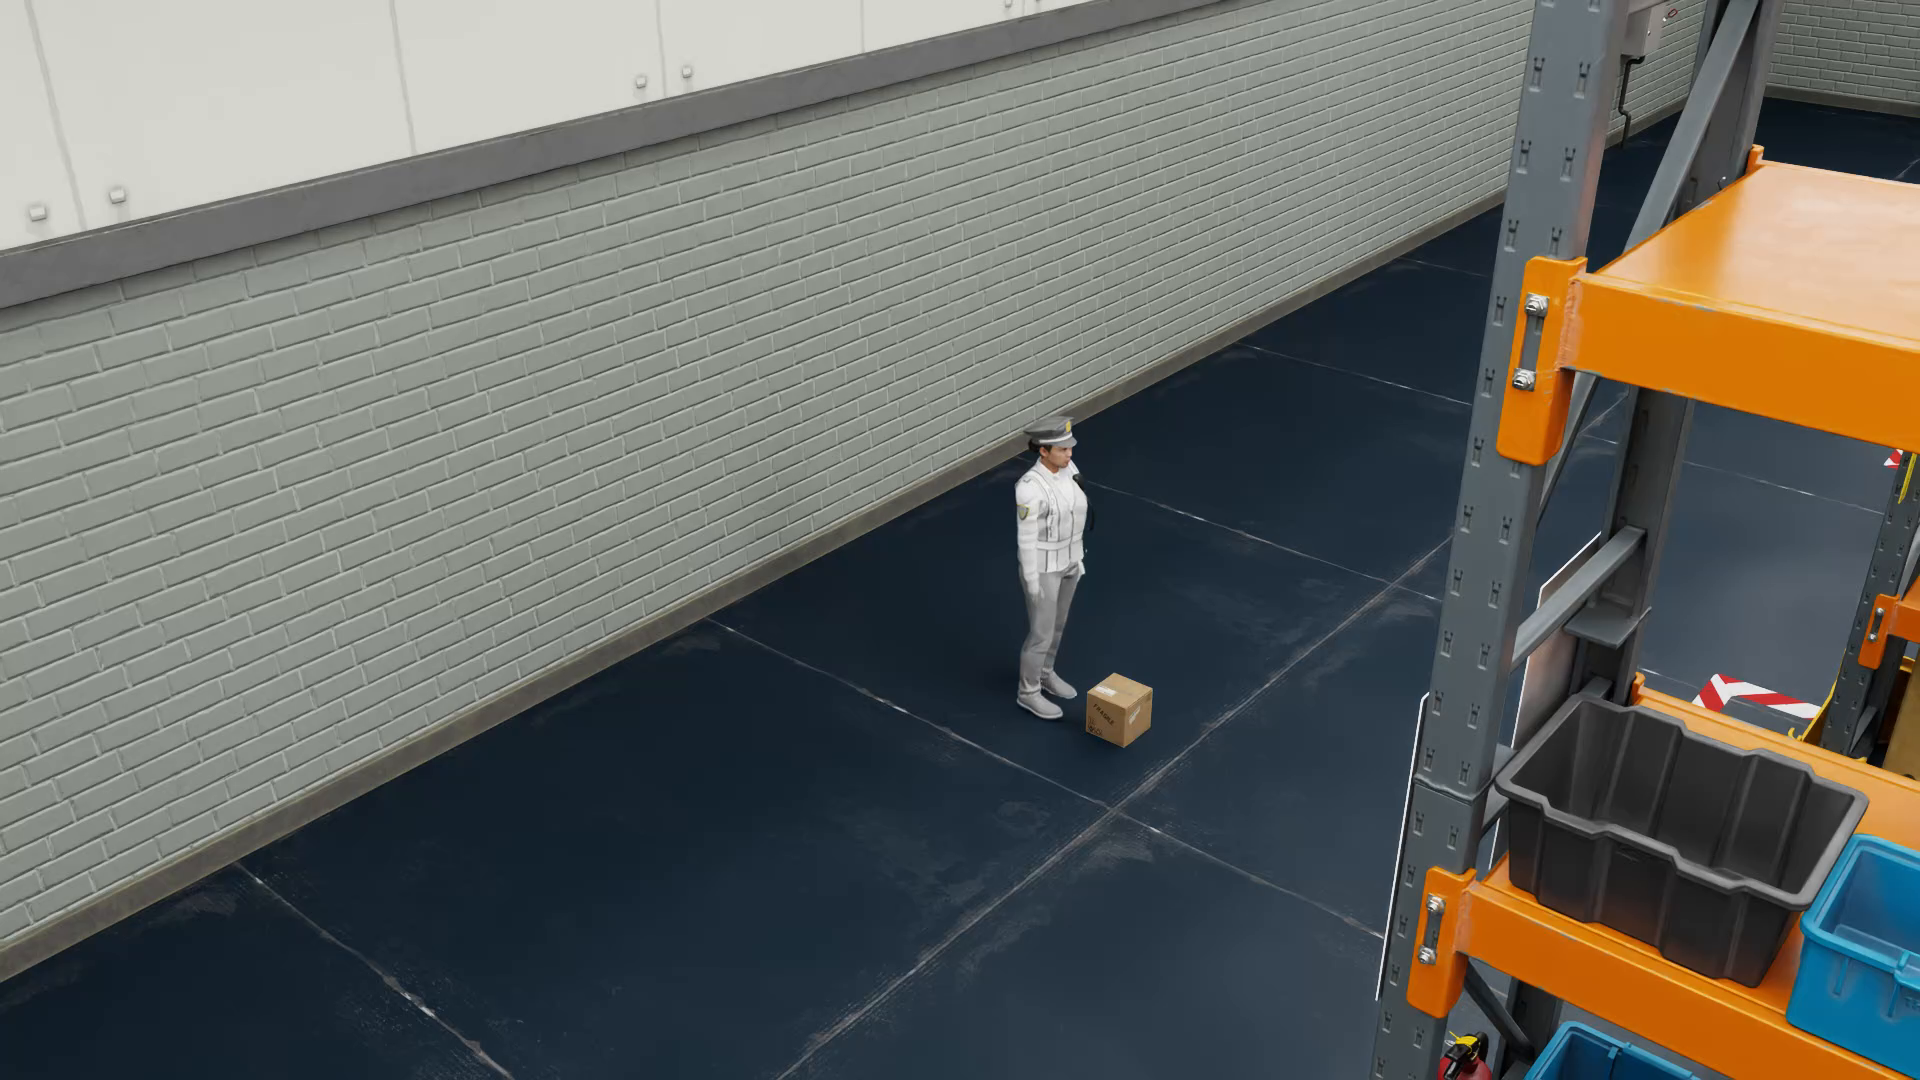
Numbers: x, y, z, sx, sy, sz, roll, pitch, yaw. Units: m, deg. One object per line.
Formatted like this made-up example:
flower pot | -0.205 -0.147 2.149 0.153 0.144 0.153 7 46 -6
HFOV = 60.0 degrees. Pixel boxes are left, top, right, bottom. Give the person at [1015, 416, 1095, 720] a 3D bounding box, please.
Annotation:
person | 0.487 0.136 8.764 0.360 1.698 0.465 22 35 36
